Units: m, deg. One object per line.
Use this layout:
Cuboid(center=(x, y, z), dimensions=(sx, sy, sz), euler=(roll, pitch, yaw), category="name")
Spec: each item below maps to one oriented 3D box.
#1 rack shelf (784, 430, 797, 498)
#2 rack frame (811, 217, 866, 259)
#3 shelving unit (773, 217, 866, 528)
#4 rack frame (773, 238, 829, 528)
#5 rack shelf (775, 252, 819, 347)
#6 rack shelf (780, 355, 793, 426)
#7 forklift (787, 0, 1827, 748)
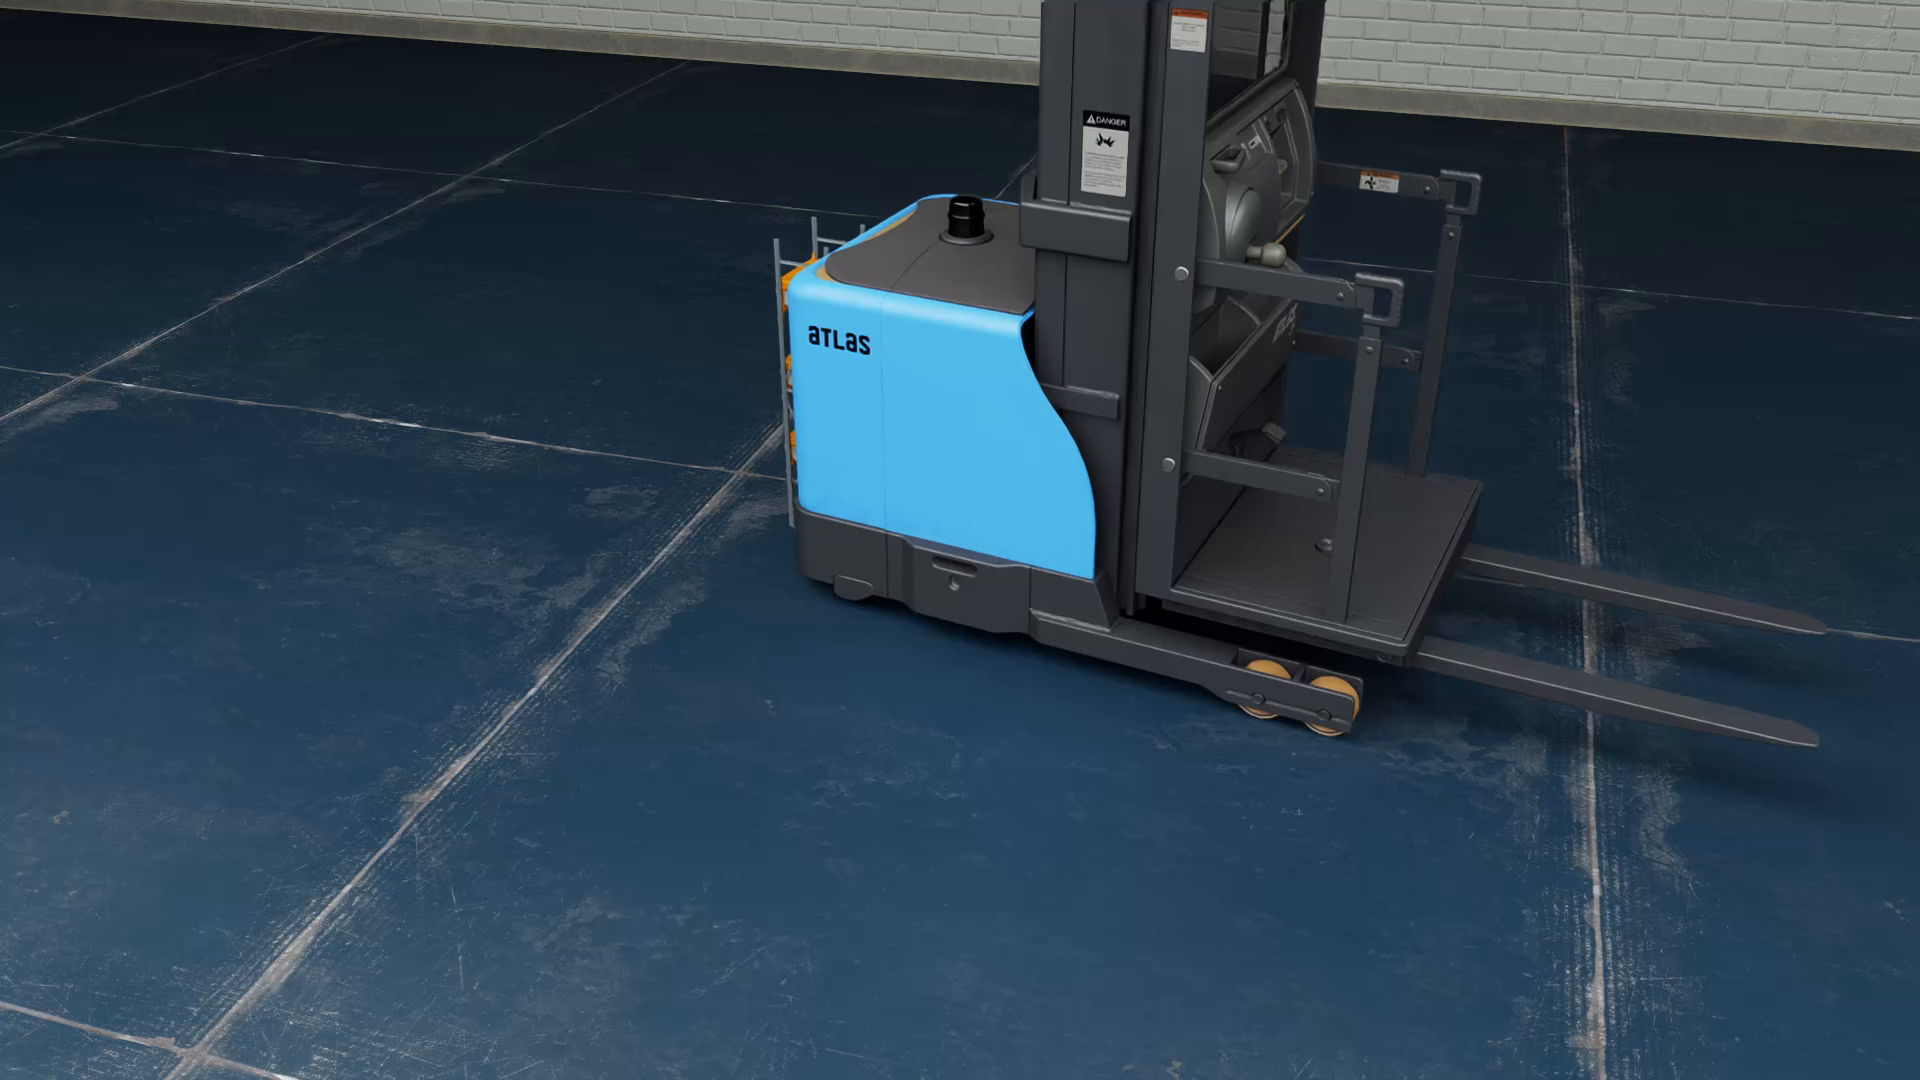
Cuboid(center=(-0.453, -0.287, 5.779), dimensions=(0.215, 0.259, 0.240), euler=(13, 32, 22), category="rack shelf")
Cuboid(center=(-0.401, -0.593, 5.736), dimensions=(0.200, 1.050, 0.008), euler=(13, 32, 22), category="rack frame")
Cuboid(center=(-0.453, -0.539, 5.639), dimensions=(0.215, 1.050, 0.252), euler=(13, 32, 22), category="shelving unit")
Cuboid(center=(-0.505, -0.485, 5.543), dimensions=(0.200, 1.050, 0.008), euler=(13, 32, 22), category="rack frame")
Cuboid(center=(-0.453, -0.778, 5.506), dimensions=(0.215, 0.259, 0.240), euler=(13, 32, 22), category="rack shelf")
Cuboid(center=(-0.453, -0.530, 5.644), dimensions=(0.215, 0.259, 0.240), euler=(13, 32, 22), category="rack shelf")
Cuboid(center=(1.021, -1.018, 4.564), dimensions=(3.031, 2.935, 1.130), euler=(13, 32, 23), category="forklift")
